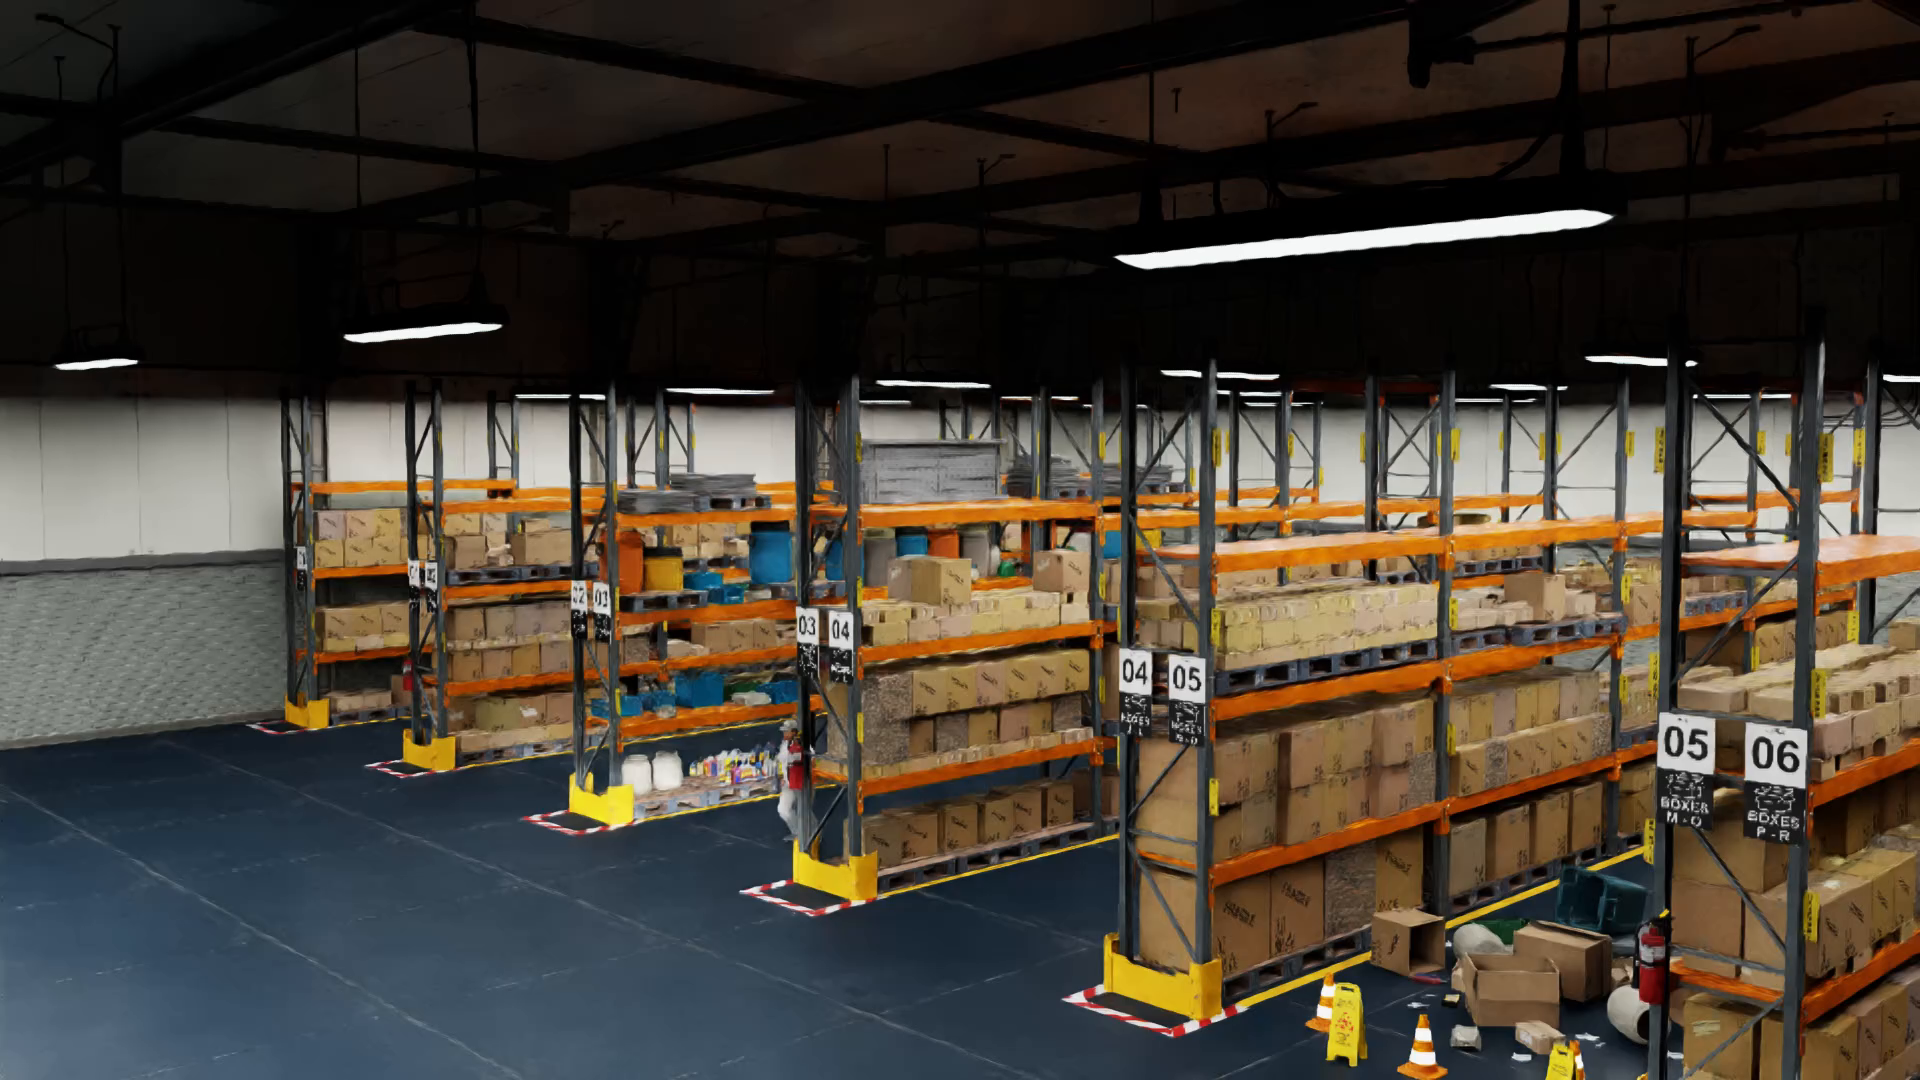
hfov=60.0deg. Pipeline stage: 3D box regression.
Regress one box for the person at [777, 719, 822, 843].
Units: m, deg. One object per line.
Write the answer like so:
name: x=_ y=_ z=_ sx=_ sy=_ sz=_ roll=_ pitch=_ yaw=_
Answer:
person: x=-2.045 y=3.034 z=20.870 sx=0.626 sy=1.610 sz=0.578 roll=4 pitch=5 yaw=45
